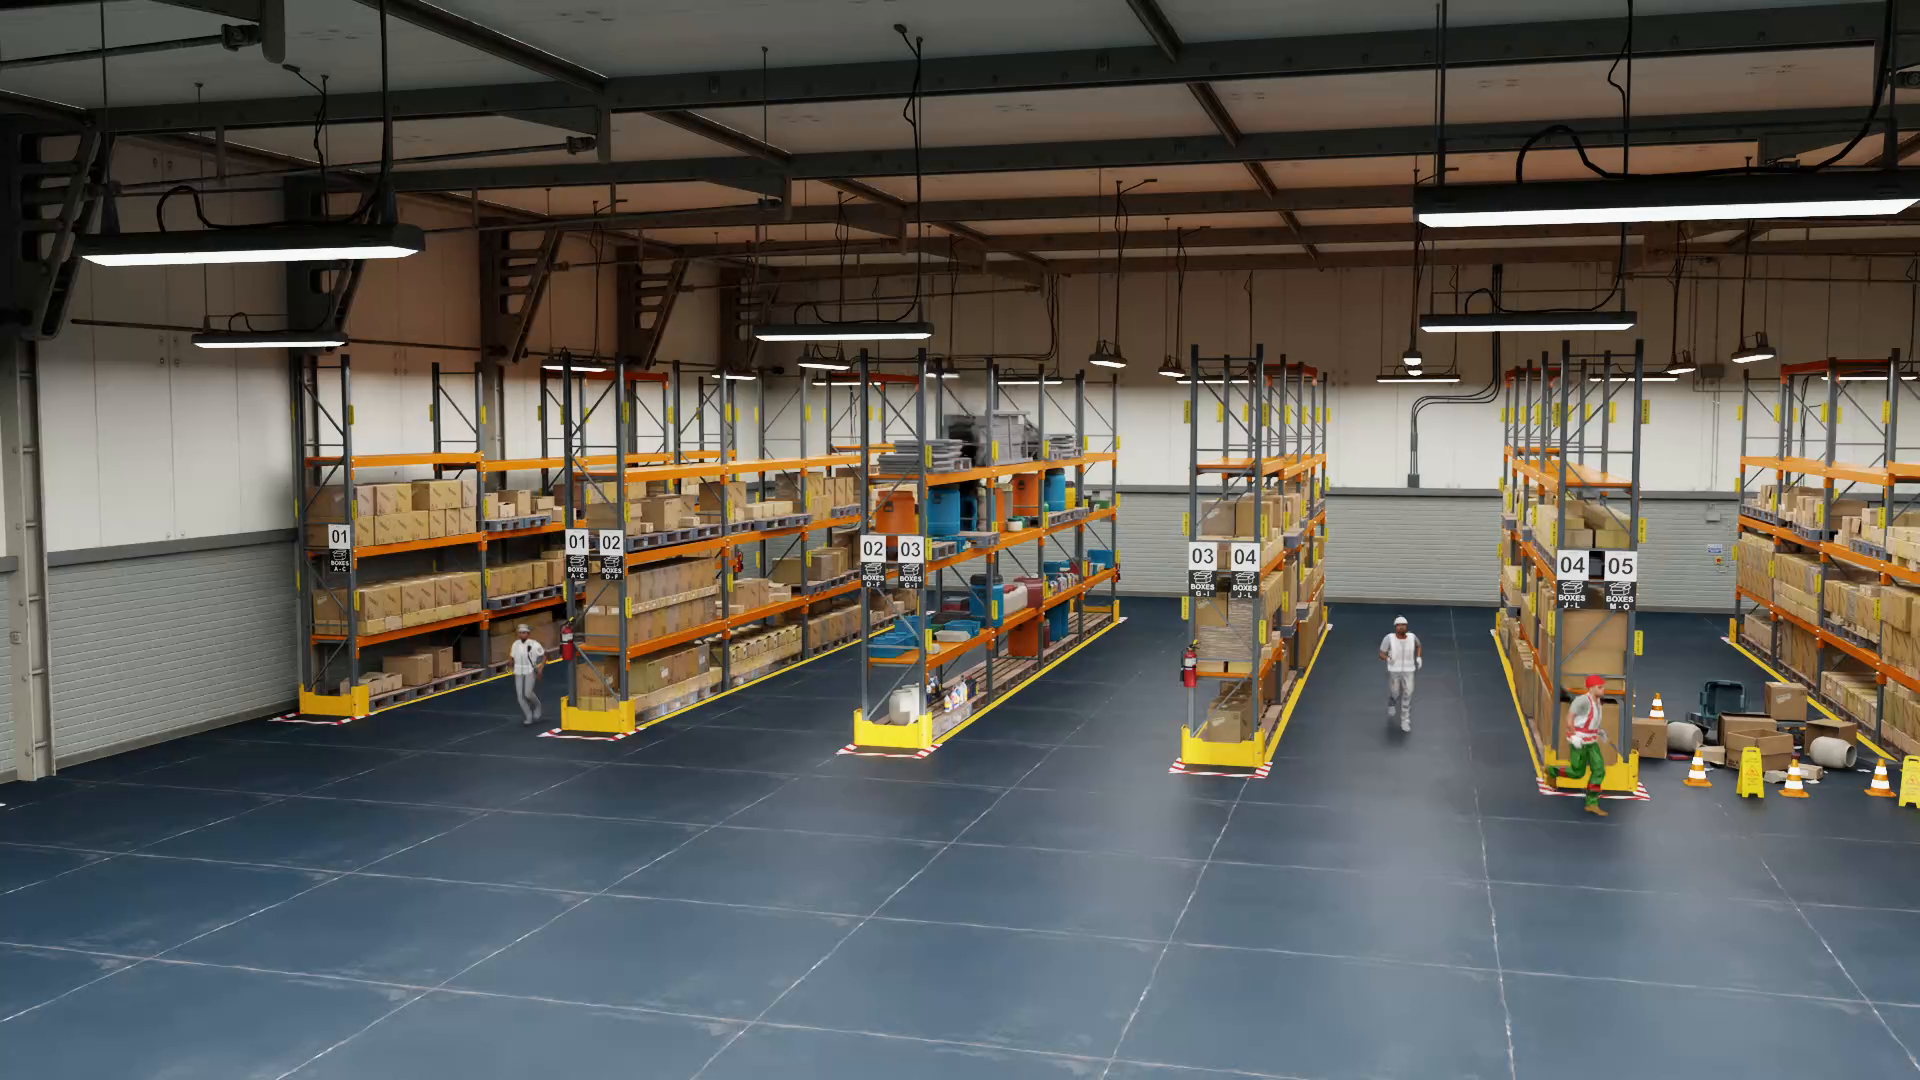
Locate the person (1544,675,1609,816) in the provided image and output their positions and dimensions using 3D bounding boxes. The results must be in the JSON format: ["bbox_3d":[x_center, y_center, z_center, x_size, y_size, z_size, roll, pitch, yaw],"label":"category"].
[{"bbox_3d":[7.871,2.569,21.107,0.662,1.757,0.870,-3,5,-37],"label":"person"}]

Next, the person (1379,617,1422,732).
[{"bbox_3d":[7.076,2.116,26.670,0.694,1.777,1.001,0,4,6],"label":"person"}]

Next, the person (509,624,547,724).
[{"bbox_3d":[-7.039,2.177,26.880,0.602,1.633,0.560,1,4,11],"label":"person"}]
